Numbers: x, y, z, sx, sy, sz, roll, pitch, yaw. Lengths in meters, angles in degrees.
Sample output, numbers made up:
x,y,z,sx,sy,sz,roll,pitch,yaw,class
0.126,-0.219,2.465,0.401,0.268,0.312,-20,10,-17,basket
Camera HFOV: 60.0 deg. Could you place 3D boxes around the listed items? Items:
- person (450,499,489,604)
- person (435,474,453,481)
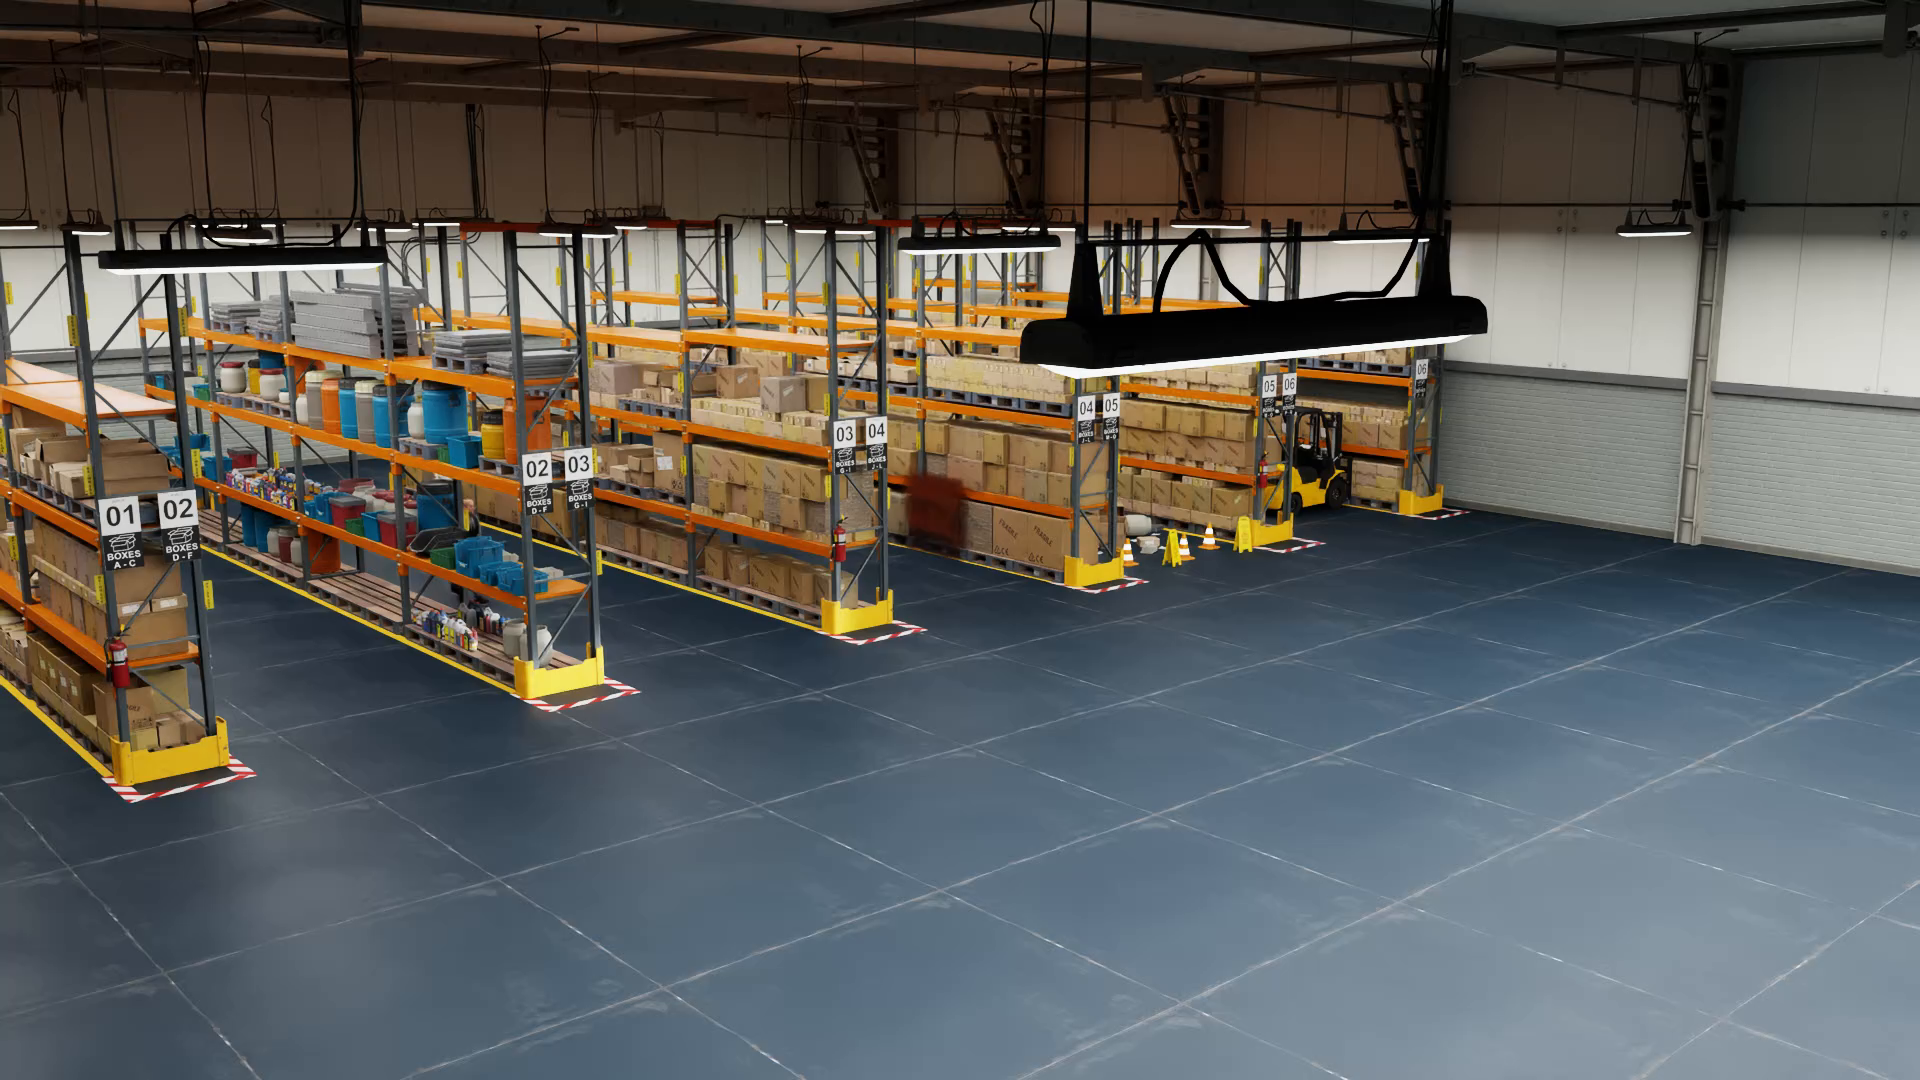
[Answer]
x,y,z,sx,sy,sz,roll,pitch,yaw,class
-7.938,0.148,26.812,1.103,1.653,0.591,7,14,32,person
-9.797,-0.790,31.757,0.443,1.540,0.972,-11,16,-42,person
